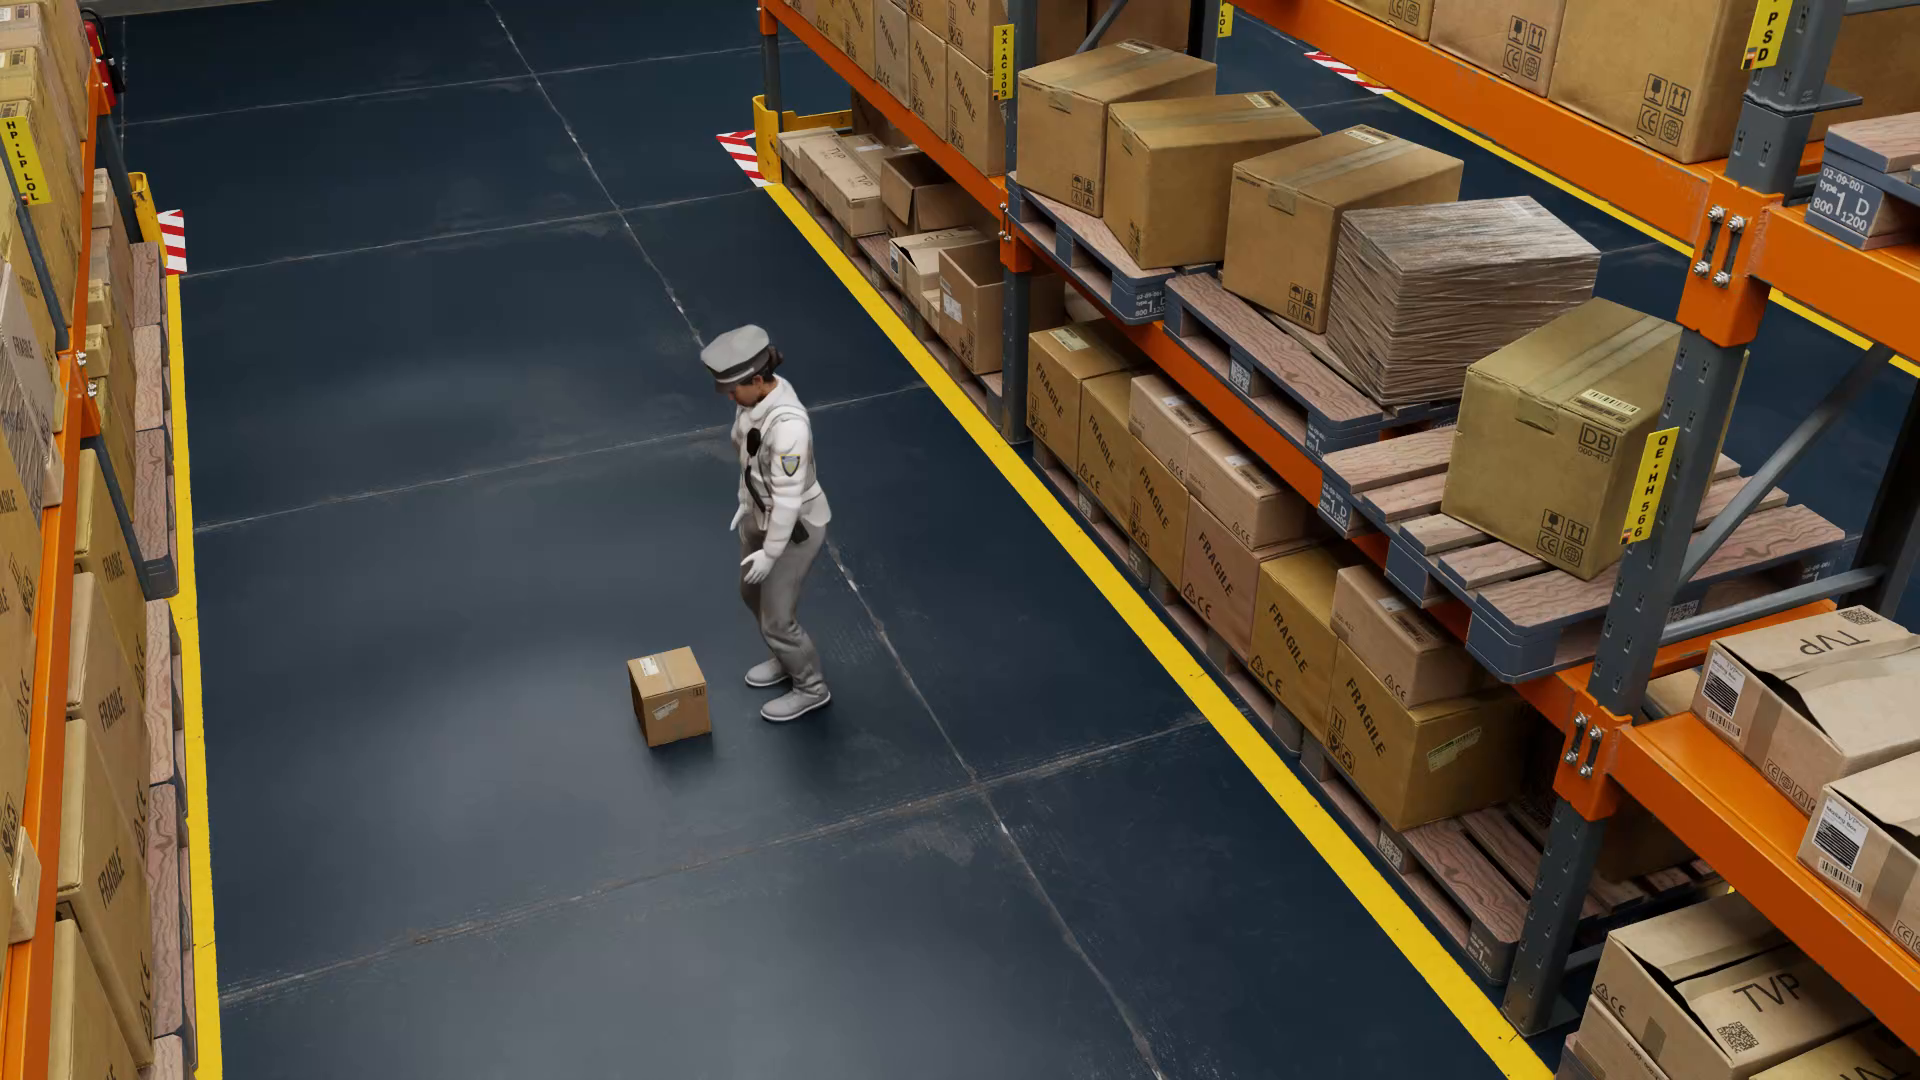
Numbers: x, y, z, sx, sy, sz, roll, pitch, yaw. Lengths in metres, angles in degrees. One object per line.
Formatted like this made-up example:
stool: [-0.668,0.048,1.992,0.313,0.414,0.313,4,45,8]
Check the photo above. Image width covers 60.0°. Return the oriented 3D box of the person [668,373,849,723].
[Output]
person: [-0.729,0.031,6.272,0.634,1.479,0.531,-13,36,-18]
